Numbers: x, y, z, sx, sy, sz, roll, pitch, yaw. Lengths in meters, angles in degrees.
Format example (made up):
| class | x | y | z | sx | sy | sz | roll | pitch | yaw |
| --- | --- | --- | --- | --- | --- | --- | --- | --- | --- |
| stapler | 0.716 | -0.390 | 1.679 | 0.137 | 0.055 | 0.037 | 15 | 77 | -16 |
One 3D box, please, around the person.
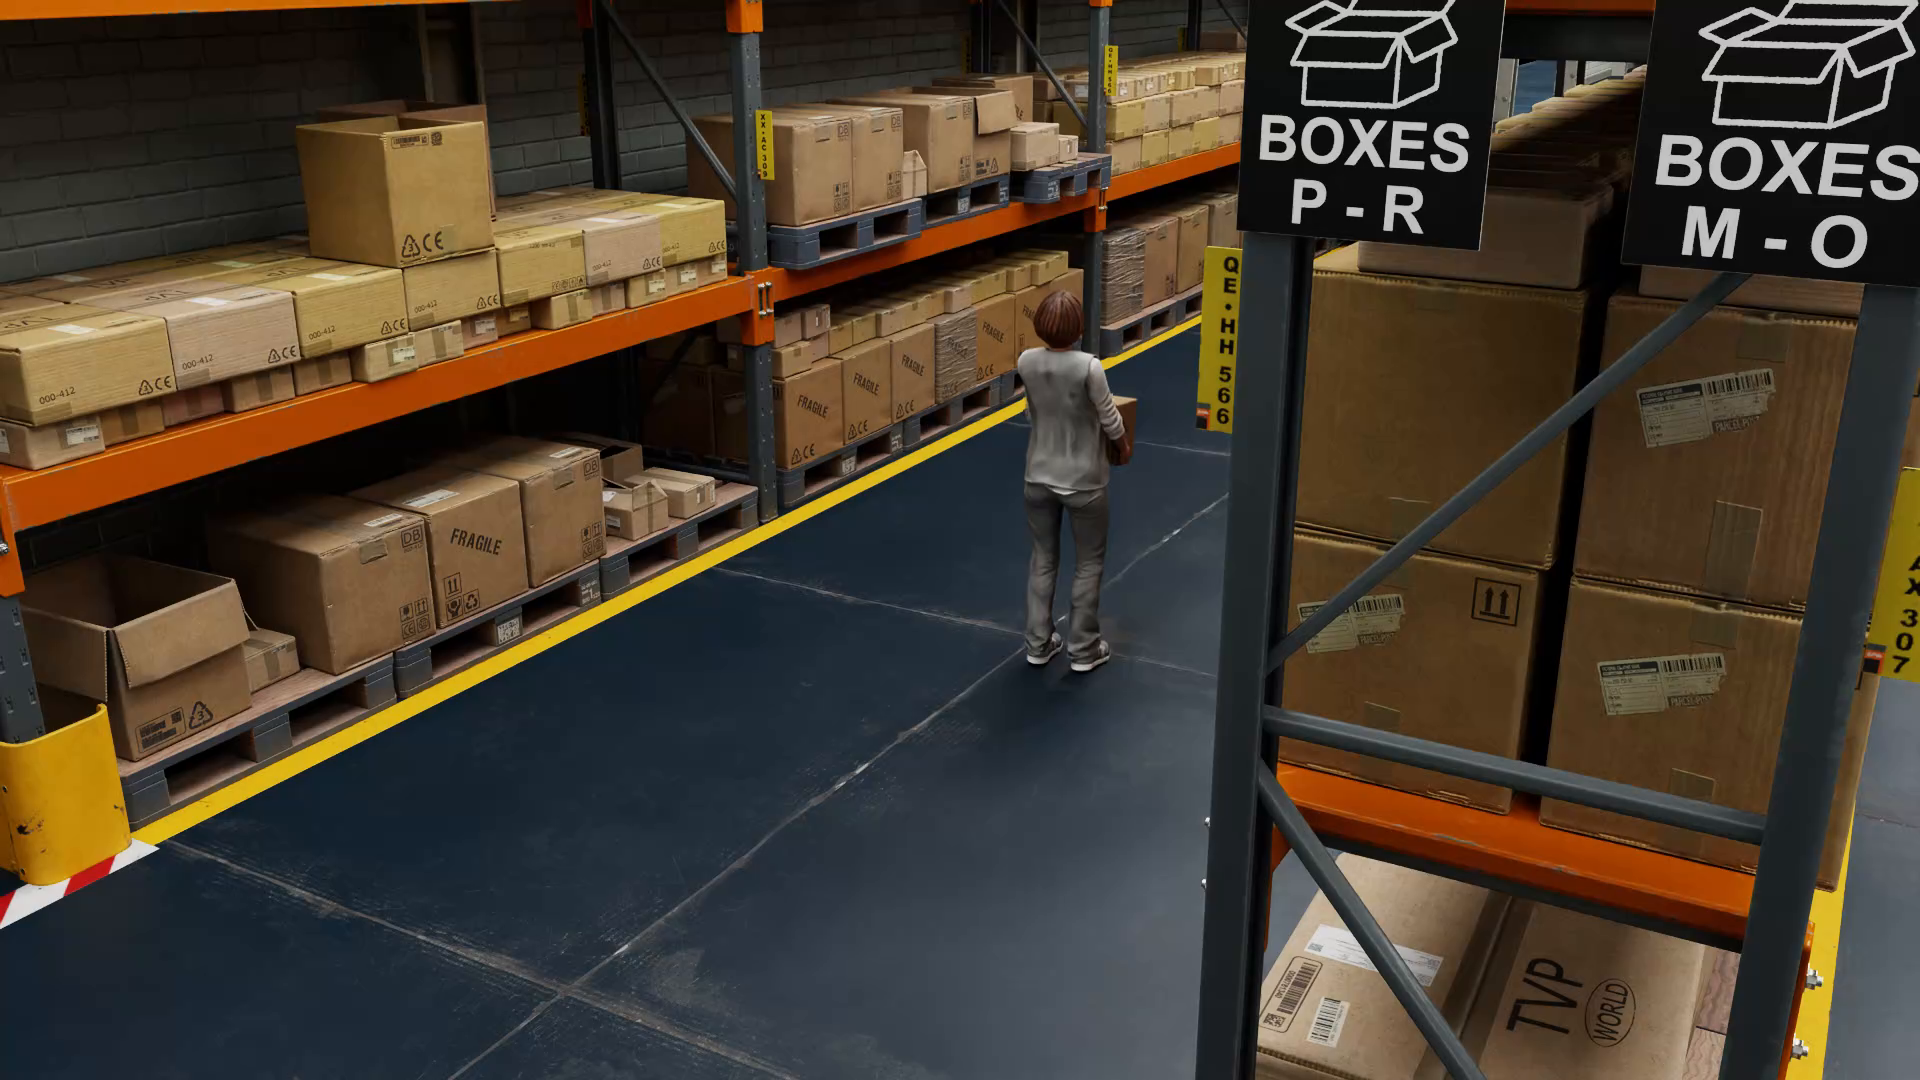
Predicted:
| class | x | y | z | sx | sy | sz | roll | pitch | yaw |
| --- | --- | --- | --- | --- | --- | --- | --- | --- | --- |
| person | 0.466 | -0.253 | 6.792 | 0.412 | 1.593 | 0.488 | 11 | 22 | 27 |
